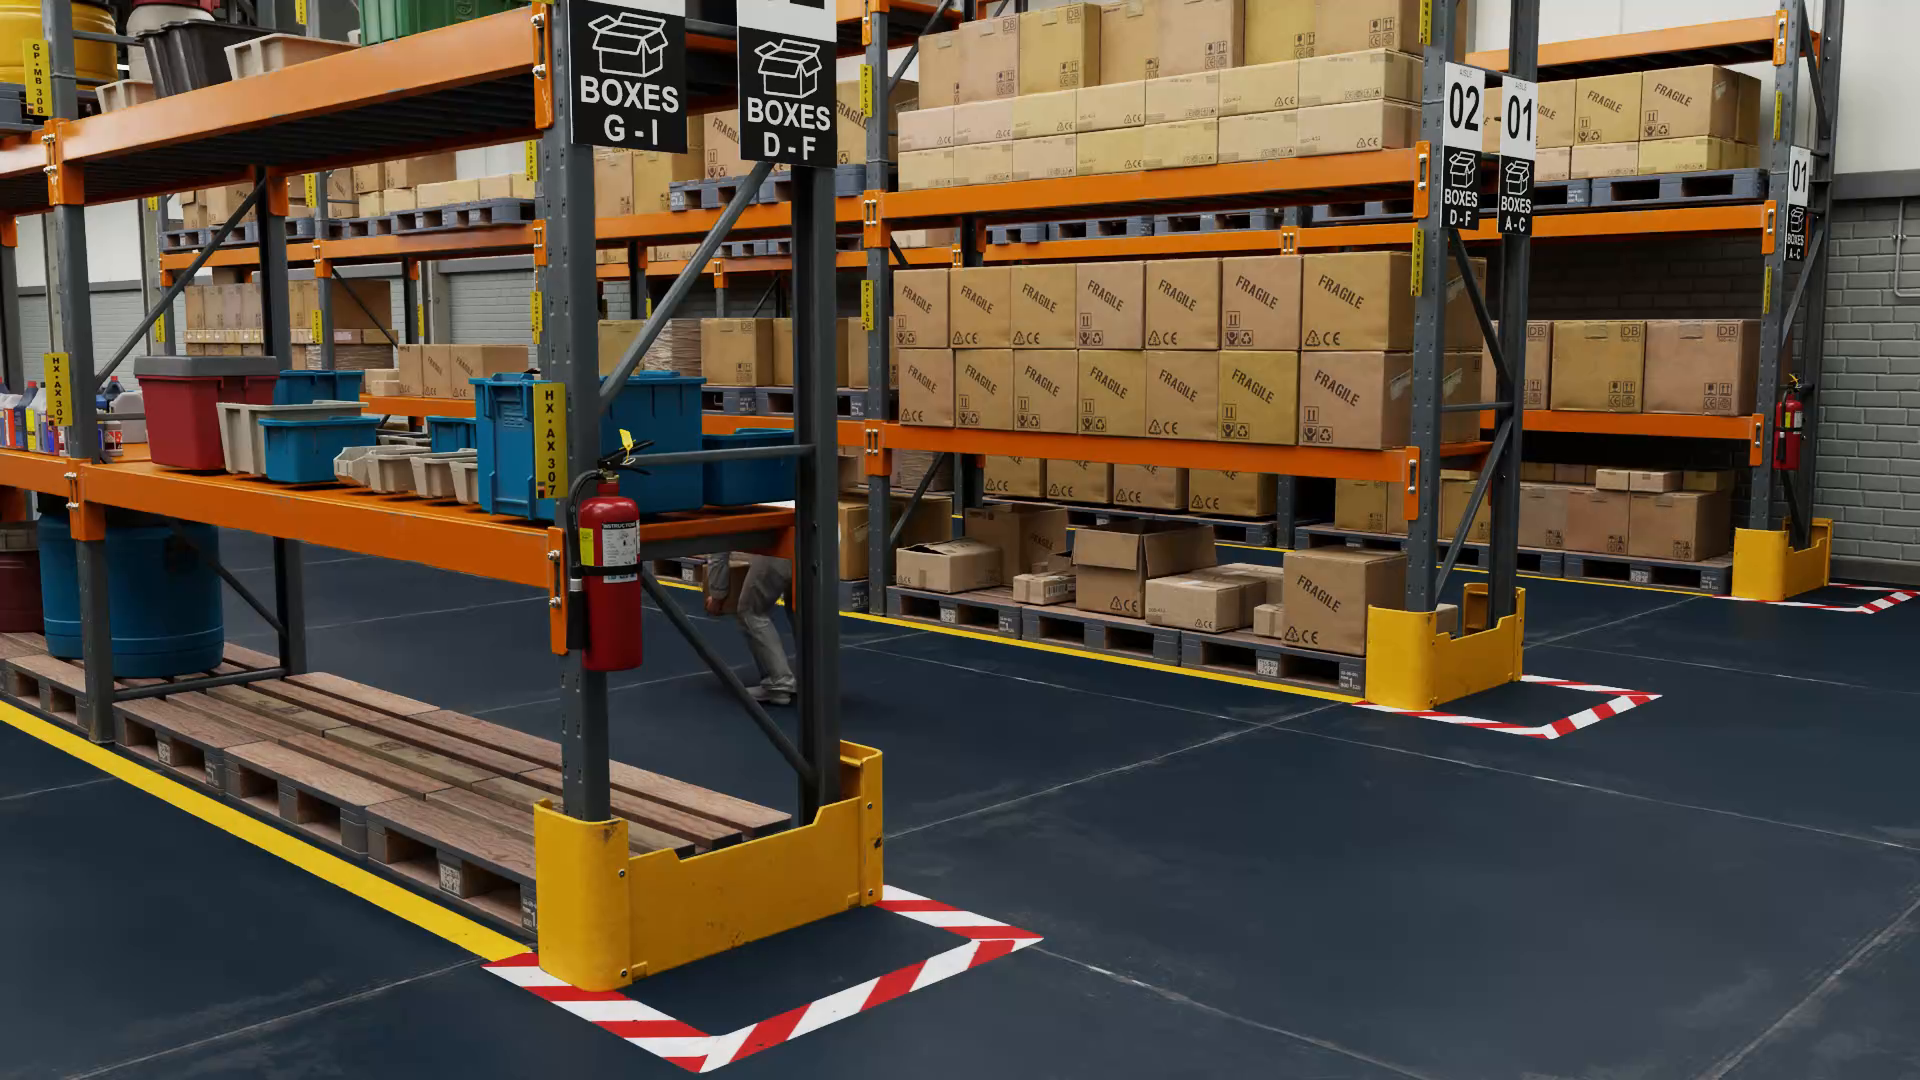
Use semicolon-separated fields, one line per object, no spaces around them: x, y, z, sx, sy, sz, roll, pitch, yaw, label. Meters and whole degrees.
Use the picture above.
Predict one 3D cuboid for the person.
-1.064;0.186;8.767;0.958;1.255;0.479;6;9;41;person
